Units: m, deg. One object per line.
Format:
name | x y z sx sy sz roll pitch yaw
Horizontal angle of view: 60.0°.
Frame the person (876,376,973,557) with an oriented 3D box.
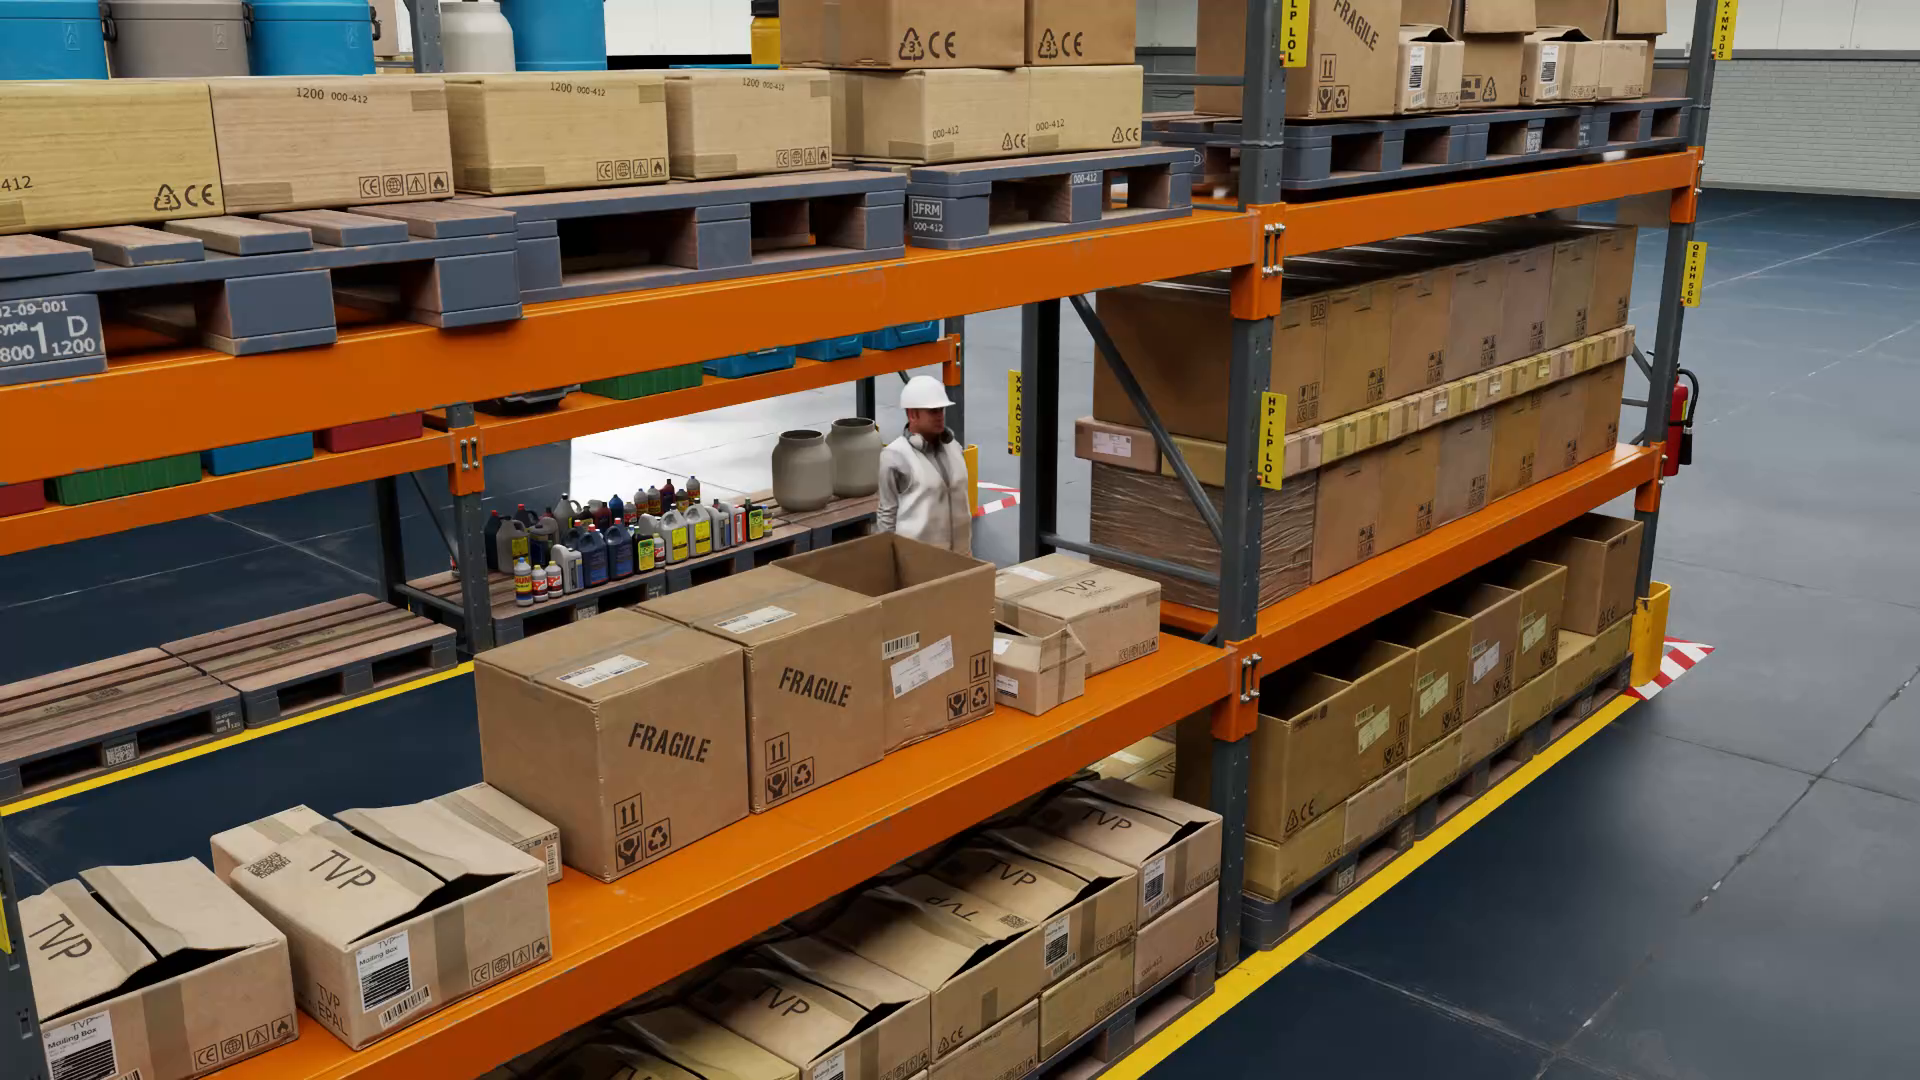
person | -0.133 0.078 8.243 0.596 1.795 0.385 -14 22 -39
